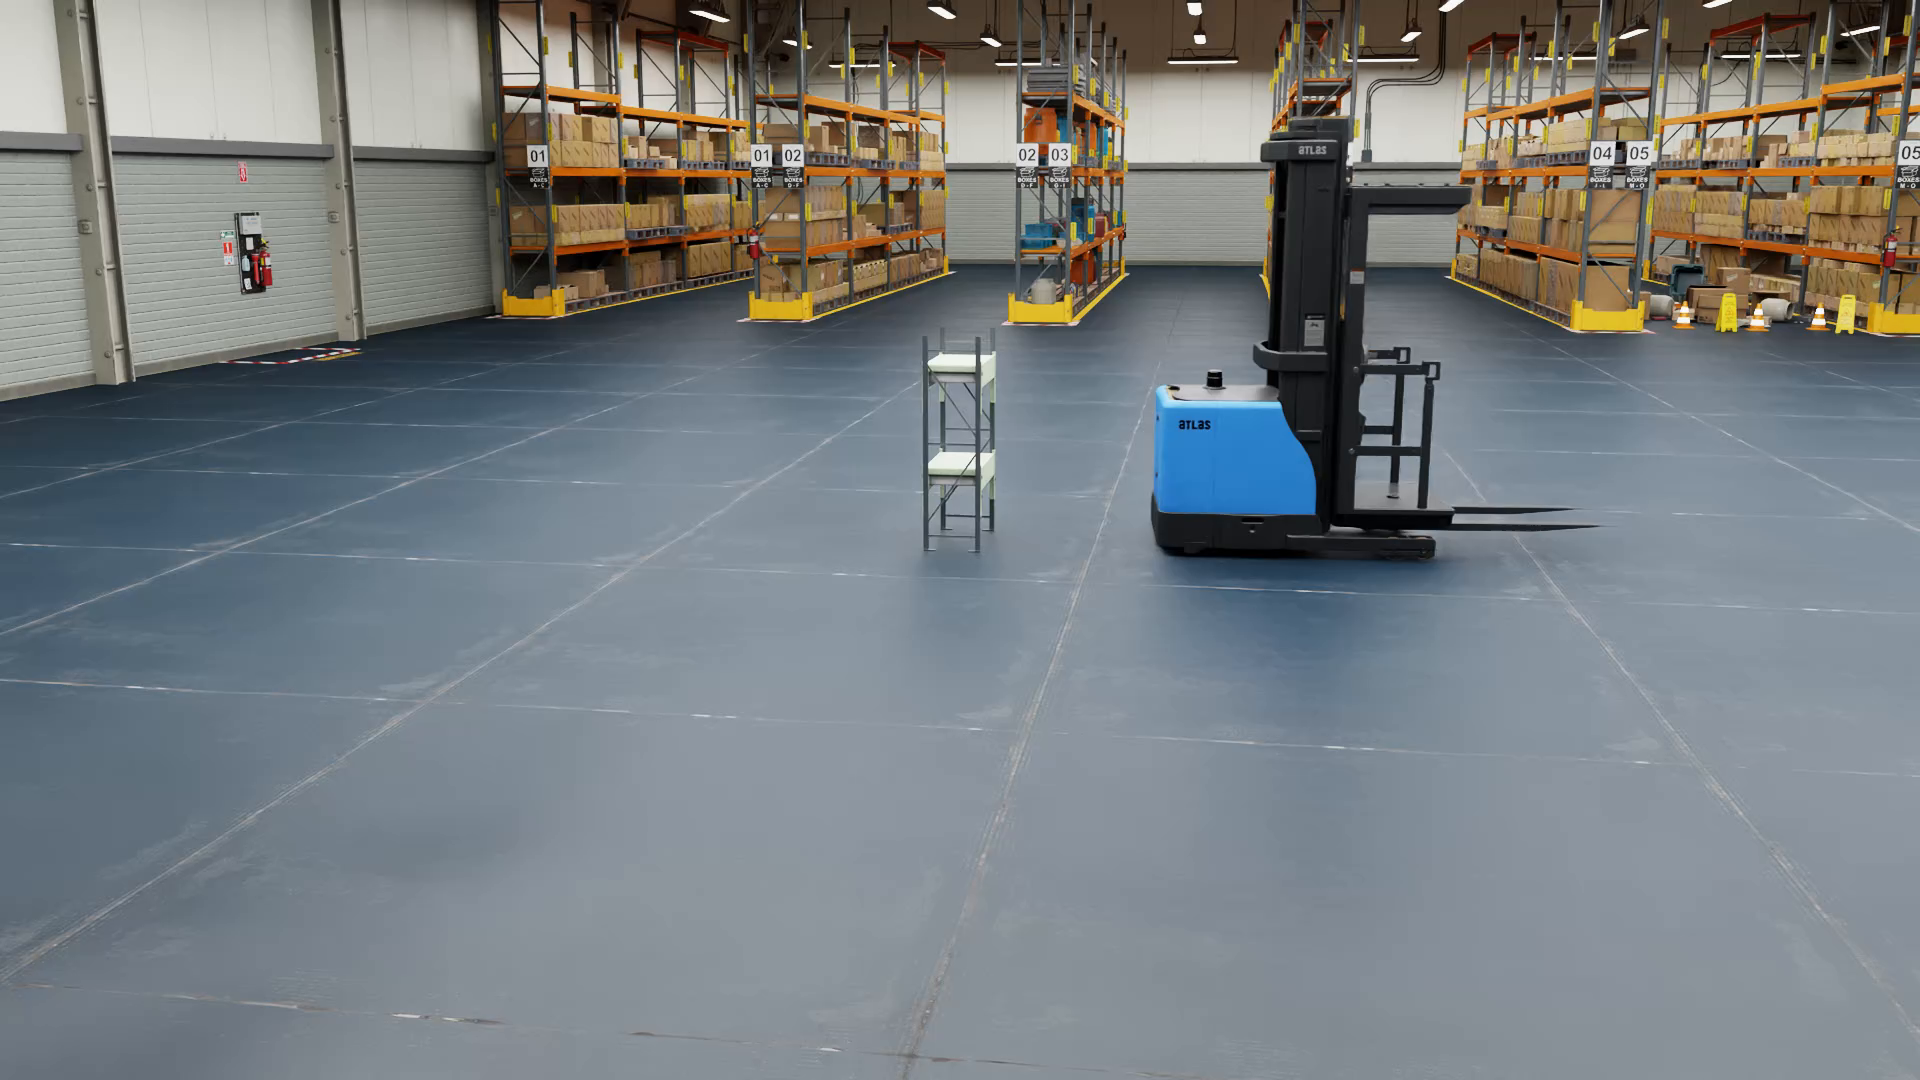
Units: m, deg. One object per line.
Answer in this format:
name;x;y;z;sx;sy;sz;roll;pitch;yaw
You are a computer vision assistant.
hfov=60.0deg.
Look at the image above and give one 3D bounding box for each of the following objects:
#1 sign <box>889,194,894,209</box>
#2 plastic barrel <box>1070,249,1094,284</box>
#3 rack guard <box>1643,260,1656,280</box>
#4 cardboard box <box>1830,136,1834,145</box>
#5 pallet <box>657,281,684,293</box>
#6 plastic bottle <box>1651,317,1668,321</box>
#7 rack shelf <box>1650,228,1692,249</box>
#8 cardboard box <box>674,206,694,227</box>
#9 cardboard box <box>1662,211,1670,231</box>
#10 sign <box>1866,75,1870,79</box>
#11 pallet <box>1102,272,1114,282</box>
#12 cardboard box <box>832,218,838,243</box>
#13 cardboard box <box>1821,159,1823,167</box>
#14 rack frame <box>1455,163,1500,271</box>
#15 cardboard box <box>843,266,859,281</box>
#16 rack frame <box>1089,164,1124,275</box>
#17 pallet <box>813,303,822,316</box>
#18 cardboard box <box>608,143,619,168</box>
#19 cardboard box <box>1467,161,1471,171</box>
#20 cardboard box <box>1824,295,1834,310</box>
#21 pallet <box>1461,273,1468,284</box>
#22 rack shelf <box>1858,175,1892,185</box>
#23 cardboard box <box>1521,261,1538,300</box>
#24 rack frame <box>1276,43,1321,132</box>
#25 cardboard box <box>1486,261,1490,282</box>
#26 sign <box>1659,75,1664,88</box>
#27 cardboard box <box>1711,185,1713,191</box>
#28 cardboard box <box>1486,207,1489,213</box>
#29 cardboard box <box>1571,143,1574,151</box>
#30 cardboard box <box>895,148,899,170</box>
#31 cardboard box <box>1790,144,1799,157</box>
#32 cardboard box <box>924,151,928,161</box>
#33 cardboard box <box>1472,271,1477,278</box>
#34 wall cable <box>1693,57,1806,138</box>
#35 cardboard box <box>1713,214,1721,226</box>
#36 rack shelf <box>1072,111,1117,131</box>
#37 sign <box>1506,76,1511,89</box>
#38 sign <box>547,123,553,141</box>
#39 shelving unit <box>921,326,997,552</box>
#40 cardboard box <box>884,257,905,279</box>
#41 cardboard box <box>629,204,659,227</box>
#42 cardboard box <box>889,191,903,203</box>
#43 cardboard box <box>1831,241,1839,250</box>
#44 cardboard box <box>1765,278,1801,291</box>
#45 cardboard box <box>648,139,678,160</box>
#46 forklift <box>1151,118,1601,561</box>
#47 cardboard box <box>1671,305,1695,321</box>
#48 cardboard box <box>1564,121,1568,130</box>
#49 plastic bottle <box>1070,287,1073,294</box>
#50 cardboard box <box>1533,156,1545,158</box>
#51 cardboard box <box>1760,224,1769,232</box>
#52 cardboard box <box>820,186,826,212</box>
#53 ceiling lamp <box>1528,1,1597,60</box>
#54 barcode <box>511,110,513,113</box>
sign;-1.595;-7.869;38.639;0.100;0.325;0.005;2;12;9
plastic barrel;2.808;-6.406;38.752;0.600;0.830;0.708;2;12;9
rack guard;18.670;-7.126;43.872;1.175;0.500;0.348;2;12;9
cardboard box;16.389;-7.413;30.856;0.380;0.149;0.250;1;12;7
pallet;-7.161;-5.954;39.121;1.003;0.211;1.213;2;12;9
plastic bottle;13.043;-4.127;30.998;0.283;0.061;0.133;-2;12;-11
rack shelf;18.359;-7.575;41.730;1.077;0.370;4.000;2;12;9
cardboard box;-6.712;-7.777;39.969;0.500;0.500;0.500;2;12;10
cardboard box;18.162;-8.090;42.173;0.500;0.500;0.500;2;12;8
sign;23.035;-11.628;42.186;0.100;0.325;0.005;2;12;9
pallet;3.440;-6.783;42.966;1.003;0.211;1.213;2;12;9
cardboard box;-2.896;-6.334;34.027;0.700;0.500;0.500;2;12;8
cardboard box;16.527;-7.131;31.438;0.380;0.149;0.250;2;12;8
rack frame;13.760;-8.482;44.232;1.000;3.000;0.127;2;12;9
cardboard box;-2.450;-5.701;35.525;0.500;0.311;0.500;2;12;9
rack frame;3.980;-8.824;45.820;1.000;3.000;0.127;2;12;9
pallet;-3.298;-4.453;32.152;1.003;0.211;1.213;2;12;9
cardboard box;-7.488;-8.059;34.862;0.500;0.500;0.500;2;12;10
cardboard box;13.286;-9.573;42.529;0.500;0.250;0.500;1;12;7
cardboard box;16.313;-4.370;30.680;0.500;0.250;0.500;2;12;8
pallet;13.398;-6.682;42.498;1.003;0.211;1.213;2;12;9
rack shelf;23.264;-8.881;40.671;1.077;0.370;4.000;2;12;9
cardboard box;11.921;-5.222;33.447;1.050;0.750;0.750;2;12;8
rack frame;8.259;-10.764;40.580;1.000;3.000;0.127;2;12;9
cardboard box;12.622;-6.268;38.894;0.500;0.500;0.500;2;12;10
sign;18.119;-11.829;42.928;0.100;0.325;0.005;2;12;9
cardboard box;17.932;-8.491;40.121;0.380;0.149;0.250;2;12;10
cardboard box;12.393;-7.630;38.467;0.380;0.149;0.250;2;12;10
cardboard box;11.172;-7.041;29.789;0.380;0.149;0.250;2;12;8
cardboard box;-1.952;-9.142;39.936;0.910;0.500;0.500;2;12;9
cardboard box;16.930;-7.781;33.216;0.500;0.250;0.500;2;12;9
cardboard box;-1.134;-9.988;43.268;0.500;0.250;0.500;2;12;9
cardboard box;12.868;-6.554;41.055;0.380;0.149;0.250;2;12;9
wall cable;22.752;-12.364;47.915;2.988;3.039;0.133;2;12;9
cardboard box;17.473;-7.280;37.822;0.500;0.250;0.500;2;12;7
rack shelf;3.057;-9.961;39.511;1.077;0.370;4.000;2;12;9
sign;14.305;-11.927;43.382;0.100;0.325;0.005;2;12;9
sign;-7.734;-7.691;31.365;0.100;0.325;0.005;2;12;9
shelving unit;-0.001;-0.732;11.829;0.431;1.500;0.755;2;12;9
cardboard box;-1.635;-6.612;40.445;0.500;0.500;0.500;2;12;8
cardboard box;-7.271;-7.386;37.863;0.700;0.500;0.500;2;12;9
cardboard box;-1.707;-8.804;43.116;0.500;0.500;0.500;2;12;9
cardboard box;16.249;-5.401;30.531;0.380;0.149;0.250;2;12;9
cardboard box;17.111;-5.169;34.101;0.950;0.372;0.625;2;12;11
cardboard box;-7.023;-9.311;39.678;0.700;0.500;0.500;1;12;4
forklift;2.902;-1.404;11.549;3.031;2.935;1.130;1;12;4
cardboard box;13.470;-4.230;30.992;0.396;0.266;0.258;4;13;18
cardboard box;11.288;-7.590;30.443;0.380;0.149;0.250;2;12;8
plastic bottle;2.174;-4.835;32.739;0.097;0.271;0.097;0;12;0
cardboard box;12.880;-8.442;36.690;0.500;0.500;0.500;2;12;9
cardboard box;16.975;-6.529;34.766;0.380;0.149;0.250;2;12;9
cardboard box;-3.053;-6.765;32.946;0.700;0.500;0.500;2;12;9
ceiling lamp;16.683;-14.766;45.296;2.000;3.185;0.800;2;12;9
barcode;-8.655;-8.276;32.121;0.001;0.075;0.075;2;12;9
